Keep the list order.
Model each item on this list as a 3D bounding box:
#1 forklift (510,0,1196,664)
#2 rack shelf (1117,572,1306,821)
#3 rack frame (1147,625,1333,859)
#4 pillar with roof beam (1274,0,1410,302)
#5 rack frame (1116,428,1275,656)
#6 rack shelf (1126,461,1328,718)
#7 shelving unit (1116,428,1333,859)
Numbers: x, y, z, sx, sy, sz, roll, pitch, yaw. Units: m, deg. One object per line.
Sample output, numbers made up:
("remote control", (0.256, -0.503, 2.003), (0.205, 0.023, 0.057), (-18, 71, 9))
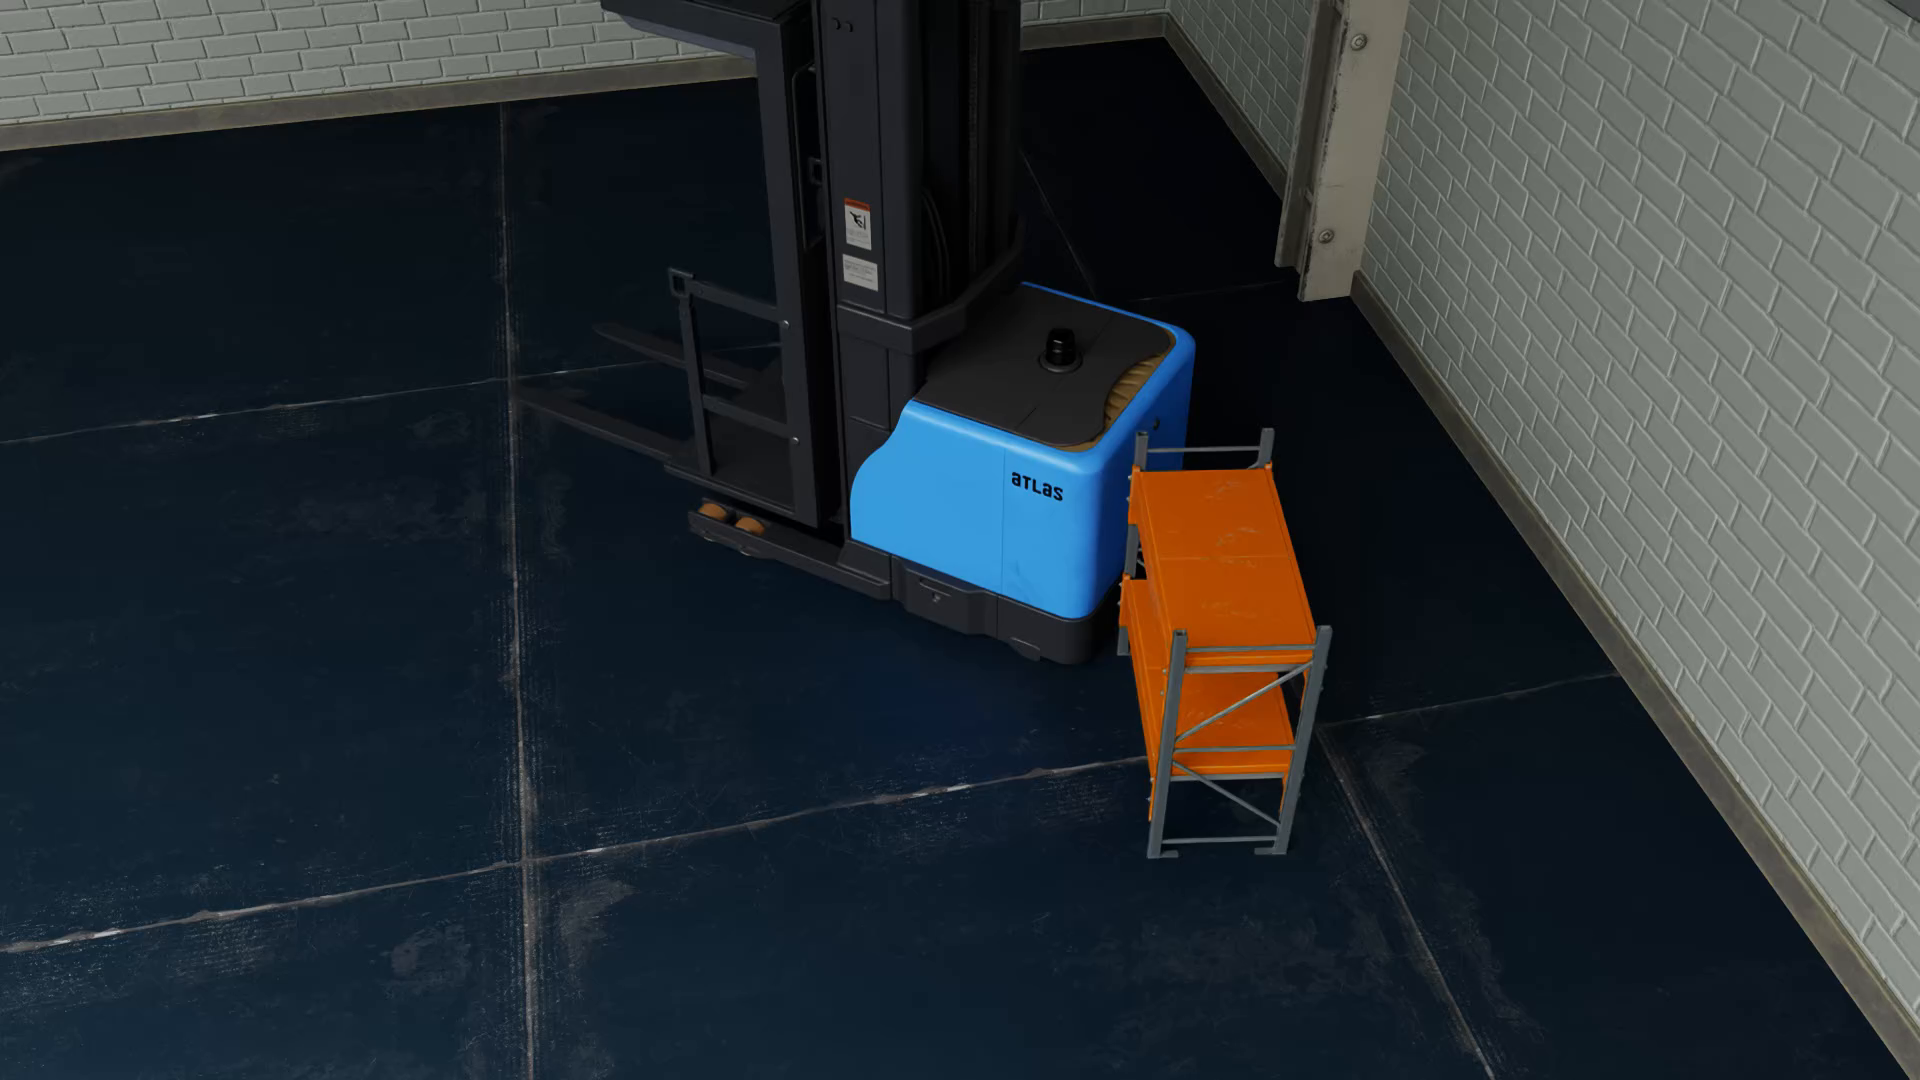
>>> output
("forklift", (-0.593, -1.314, 6.522), (3.031, 2.935, 1.130), (20, 45, 21))
("rack shelf", (0.904, 0.552, 6.149), (0.538, 0.278, 1.000), (-1, 42, -2))
("rack frame", (0.923, 0.706, 5.607), (0.500, 1.125, 0.032), (-1, 42, -2))
("pillar with roof beam", (-2.325, -4.138, 5.133), (9.100, 9.000, 0.400), (-8, 42, -9))
("rack frame", (0.885, 0.032, 6.367), (0.500, 1.125, 0.032), (-1, 42, -2))
("rack shelf", (0.904, 0.150, 5.793), (0.538, 0.278, 1.000), (-1, 42, -2))
("shelving unit", (0.904, 0.369, 5.987), (0.538, 1.125, 1.048), (-1, 42, -2))
